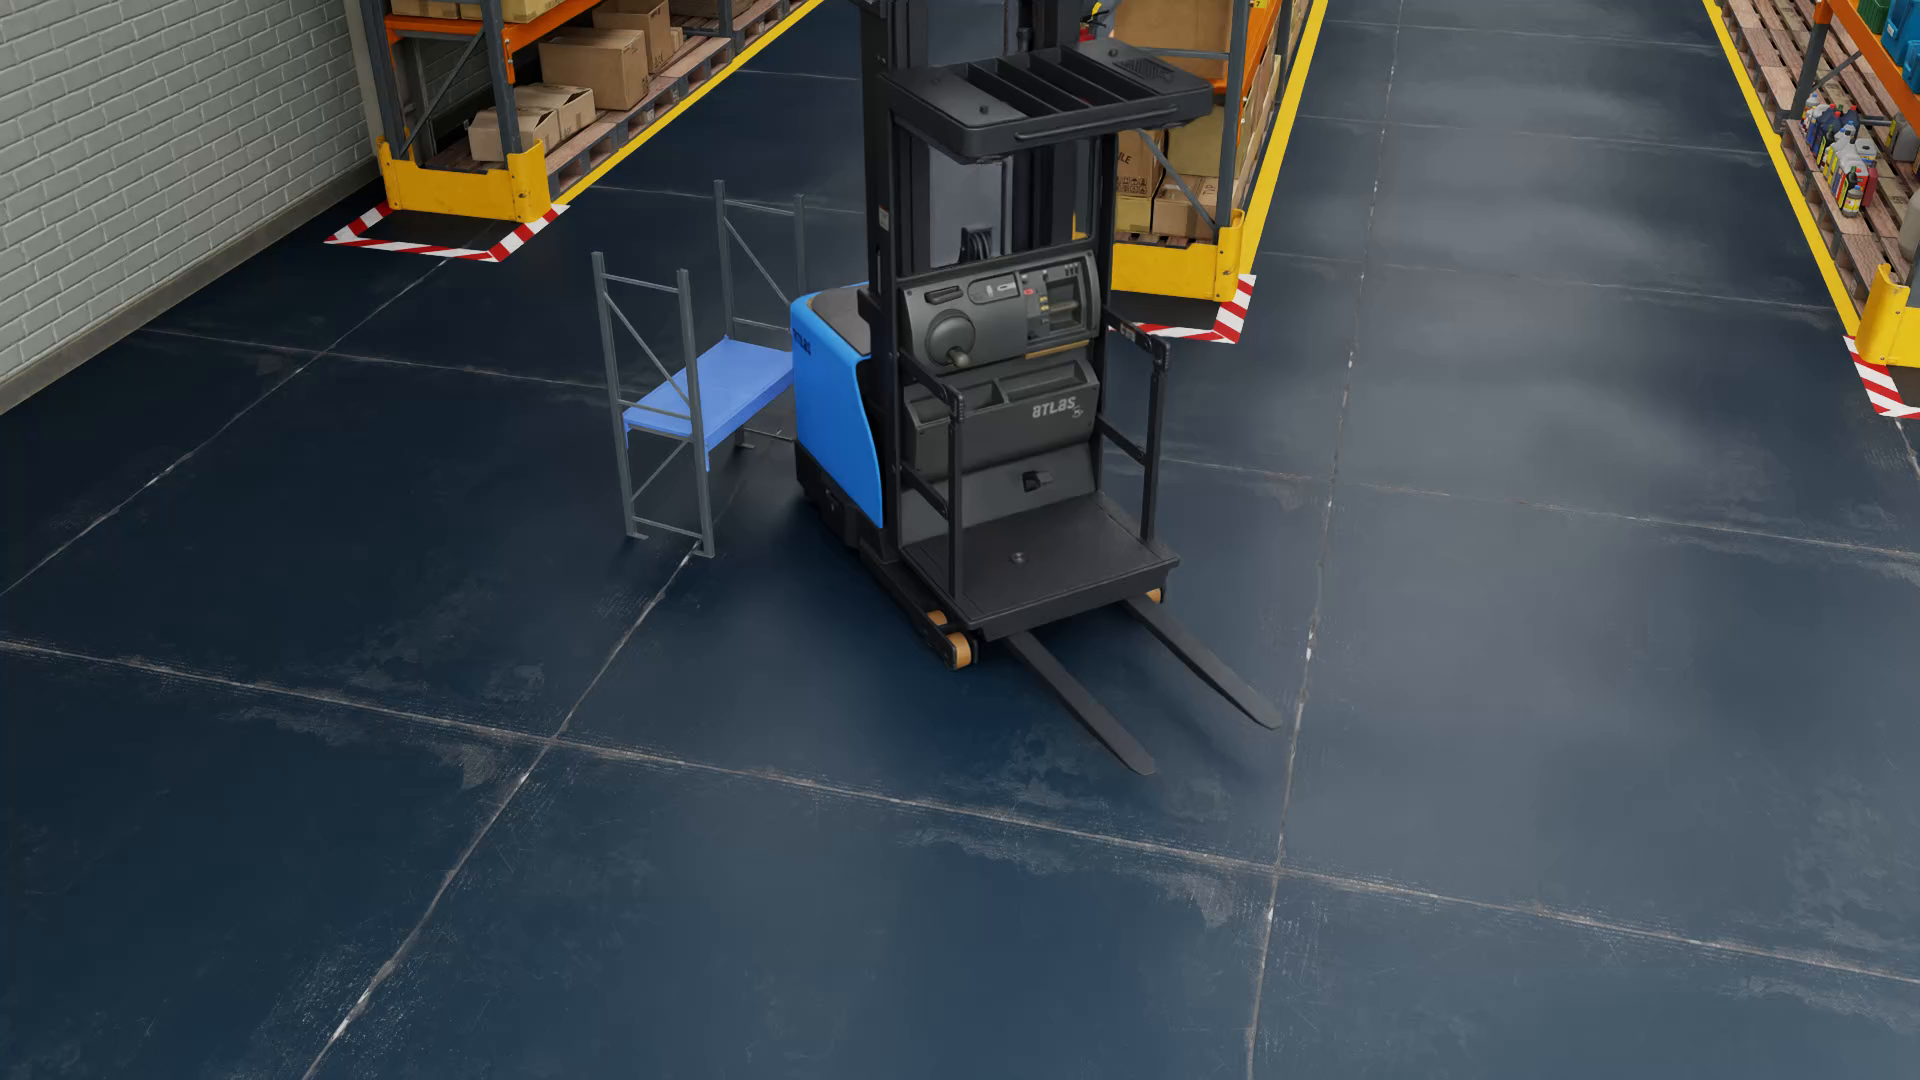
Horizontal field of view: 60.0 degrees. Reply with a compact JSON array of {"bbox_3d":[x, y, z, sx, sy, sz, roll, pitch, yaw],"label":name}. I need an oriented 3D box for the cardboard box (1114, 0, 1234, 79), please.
[{"bbox_3d":[1.357,-3.245,10.465,0.700,0.500,0.500,8,33,12],"label":"cardboard box"}]

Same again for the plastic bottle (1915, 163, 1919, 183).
[{"bbox_3d":[6.868,-2.691,11.808,0.061,0.283,0.133,8,33,12],"label":"plastic bottle"}]

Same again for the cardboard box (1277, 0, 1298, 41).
[{"bbox_3d":[2.587,-4.472,14.137,0.500,0.311,0.500,8,33,13],"label":"cardboard box"}]

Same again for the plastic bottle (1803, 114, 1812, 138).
[{"bbox_3d":[6.475,-3.155,12.615,0.097,0.201,0.097,0,32,0],"label":"plastic bottle"}]

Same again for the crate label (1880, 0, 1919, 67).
[{"bbox_3d":[6.222,-3.293,10.600,0.502,0.435,0.616,8,33,12],"label":"crate label"}]

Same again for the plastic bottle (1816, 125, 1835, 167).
[{"bbox_3d":[6.295,-2.860,12.075,0.061,0.283,0.133,9,34,15],"label":"plastic bottle"}]

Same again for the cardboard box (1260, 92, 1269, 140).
[{"bbox_3d":[2.086,-3.265,12.761,0.500,0.250,0.500,8,33,12],"label":"cardboard box"}]

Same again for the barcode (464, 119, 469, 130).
[{"bbox_3d":[-3.686,-3.100,12.418,0.001,0.075,0.075,8,33,12],"label":"barcode"}]

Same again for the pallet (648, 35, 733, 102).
[{"bbox_3d":[-2.687,-4.180,14.629,1.003,0.211,1.213,8,33,12],"label":"pallet"}]

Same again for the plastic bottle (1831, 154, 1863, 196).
[{"bbox_3d":[6.184,-2.534,11.568,0.152,0.276,0.135,7,33,11],"label":"plastic bottle"}]

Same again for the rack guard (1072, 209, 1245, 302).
[{"bbox_3d":[1.220,-1.895,10.764,1.175,0.500,0.348,8,33,12],"label":"rack guard"}]

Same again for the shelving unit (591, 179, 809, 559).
[{"bbox_3d":[-1.210,-0.852,8.192,0.538,1.500,1.048,14,35,21],"label":"shelving unit"}]

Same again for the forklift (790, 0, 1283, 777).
[{"bbox_3d":[0.291,-0.940,6.997,1.130,2.935,3.031,-16,36,-23],"label":"forklift"}]

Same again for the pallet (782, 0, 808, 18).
[{"bbox_3d":[-2.047,-5.573,16.819,1.003,0.211,1.213,8,33,12],"label":"pallet"}]

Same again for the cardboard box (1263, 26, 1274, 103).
[{"bbox_3d":[2.074,-3.583,12.562,0.500,0.500,0.500,8,33,12],"label":"cardboard box"}]

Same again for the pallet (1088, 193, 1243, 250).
[{"bbox_3d":[1.380,-2.188,11.495,1.003,0.211,1.213,8,33,12],"label":"pallet"}]

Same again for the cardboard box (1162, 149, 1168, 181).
[{"bbox_3d":[1.192,-2.559,11.650,0.500,0.250,0.500,8,33,12],"label":"cardboard box"}]

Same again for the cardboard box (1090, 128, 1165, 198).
[{"bbox_3d":[1.075,-2.614,11.039,0.500,0.500,0.500,8,33,12],"label":"cardboard box"}]

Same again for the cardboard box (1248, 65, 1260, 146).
[{"bbox_3d":[1.817,-3.064,11.747,0.500,0.500,0.500,8,33,12],"label":"cardboard box"}]

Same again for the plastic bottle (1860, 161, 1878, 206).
[{"bbox_3d":[6.252,-2.451,11.431,0.061,0.283,0.133,8,33,12],"label":"plastic bottle"}]

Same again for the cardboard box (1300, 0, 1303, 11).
[{"bbox_3d":[2.849,-5.000,14.967,0.500,0.311,0.500,7,33,11],"label":"cardboard box"}]

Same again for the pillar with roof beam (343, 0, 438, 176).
[{"bbox_3d":[-0.061,-6.061,9.396,9.100,9.000,0.400,8,33,12],"label":"pillar with roof beam"}]

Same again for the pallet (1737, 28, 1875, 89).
[{"bbox_3d":[7.501,-4.233,14.711,1.003,0.211,1.213,8,33,12],"label":"pallet"}]

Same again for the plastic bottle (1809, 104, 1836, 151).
[{"bbox_3d":[6.425,-3.067,12.337,0.144,0.351,0.185,9,34,14],"label":"plastic bottle"}]

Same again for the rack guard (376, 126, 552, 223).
[{"bbox_3d":[-3.547,-2.619,11.904,1.175,0.500,0.348,8,33,12],"label":"rack guard"}]

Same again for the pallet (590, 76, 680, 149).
[{"bbox_3d":[-2.995,-3.545,13.630,1.003,0.211,1.213,8,33,12],"label":"pallet"}]

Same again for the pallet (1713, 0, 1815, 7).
[{"bbox_3d":[8.206,-5.675,16.980,1.003,0.211,1.213,8,33,12],"label":"pallet"}]

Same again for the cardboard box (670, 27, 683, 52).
[{"bbox_3d":[-2.658,-4.419,14.635,0.380,0.166,0.250,4,33,6],"label":"cardboard box"}]

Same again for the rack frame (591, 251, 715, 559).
[{"bbox_3d":[-1.428,-0.606,7.805,0.500,1.500,0.032,14,35,21],"label":"rack frame"}]

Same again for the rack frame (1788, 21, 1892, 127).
[{"bbox_3d":[7.032,-4.361,12.315,1.000,3.000,0.127,8,33,12],"label":"rack frame"}]

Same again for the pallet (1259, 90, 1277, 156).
[{"bbox_3d":[1.999,-3.454,13.486,1.003,0.211,1.213,8,33,12],"label":"pallet"}]

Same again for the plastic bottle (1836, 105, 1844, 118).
[{"bbox_3d":[6.574,-3.109,12.467,0.061,0.283,0.133,8,33,12],"label":"plastic bottle"}]

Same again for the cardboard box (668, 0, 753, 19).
[{"bbox_3d":[-2.380,-5.225,15.593,0.700,0.500,0.500,9,34,14],"label":"cardboard box"}]

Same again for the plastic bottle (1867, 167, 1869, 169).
[{"bbox_3d":[6.310,-2.495,11.577,0.097,0.201,0.097,0,32,0],"label":"plastic bottle"}]

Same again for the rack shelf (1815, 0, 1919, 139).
[{"bbox_3d":[6.524,-3.020,10.875,1.077,0.370,4.000,8,33,12],"label":"rack shelf"}]

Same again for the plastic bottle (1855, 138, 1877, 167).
[{"bbox_3d":[6.419,-2.710,11.845,0.152,0.276,0.135,8,33,12],"label":"plastic bottle"}]

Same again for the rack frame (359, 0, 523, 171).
[{"bbox_3d":[-3.566,-3.635,11.171,1.000,3.000,0.127,8,33,12],"label":"rack frame"}]

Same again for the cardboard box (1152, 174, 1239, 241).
[{"bbox_3d":[1.578,-2.227,11.129,0.500,0.250,0.500,8,33,12],"label":"cardboard box"}]

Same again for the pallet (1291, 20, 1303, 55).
[{"bbox_3d":[2.698,-4.884,15.735,1.003,0.211,1.213,8,33,12],"label":"pallet"}]

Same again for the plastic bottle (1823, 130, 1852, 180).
[{"bbox_3d":[6.270,-2.748,11.836,0.144,0.351,0.185,8,33,12],"label":"plastic bottle"}]

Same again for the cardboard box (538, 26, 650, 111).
[{"bbox_3d":[-2.924,-3.782,13.323,0.700,0.500,0.500,6,33,9],"label":"cardboard box"}]

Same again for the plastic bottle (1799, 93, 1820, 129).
[{"bbox_3d":[6.527,-3.290,12.762,0.097,0.271,0.097,0,32,0],"label":"plastic bottle"}]

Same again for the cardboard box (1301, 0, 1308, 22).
[{"bbox_3d":[2.973,-5.028,15.535,0.500,0.250,0.500,9,33,13],"label":"cardboard box"}]

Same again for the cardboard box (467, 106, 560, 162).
[{"bbox_3d":[-3.304,-3.032,12.320,0.500,0.311,0.500,4,33,7],"label":"cardboard box"}]

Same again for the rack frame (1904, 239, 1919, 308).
[{"bbox_3d":[6.016,-2.286,9.050,1.000,3.000,0.127,8,33,12],"label":"rack frame"}]

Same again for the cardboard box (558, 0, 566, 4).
[{"bbox_3d":[-3.017,-4.061,11.963,0.500,0.250,0.500,7,33,11],"label":"cardboard box"}]

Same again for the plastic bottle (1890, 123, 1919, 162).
[{"bbox_3d":[6.949,-2.932,12.194,0.152,0.276,0.135,8,33,12],"label":"plastic bottle"}]

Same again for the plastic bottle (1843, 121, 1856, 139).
[{"bbox_3d":[6.505,-2.942,12.214,0.097,0.271,0.097,0,32,0],"label":"plastic bottle"}]

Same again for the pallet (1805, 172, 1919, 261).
[{"bbox_3d":[6.513,-2.207,11.524,1.003,0.211,1.213,8,33,12],"label":"pallet"}]

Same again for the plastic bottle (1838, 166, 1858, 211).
[{"bbox_3d":[6.071,-2.401,11.353,0.061,0.283,0.133,9,33,14],"label":"plastic bottle"}]

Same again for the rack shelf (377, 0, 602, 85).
[{"bbox_3d":[-3.059,-4.369,12.997,1.077,0.370,4.000,8,33,12],"label":"rack shelf"}]

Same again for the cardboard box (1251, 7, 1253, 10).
[{"bbox_3d":[1.747,-4.048,11.729,0.700,0.500,0.500,9,34,14],"label":"cardboard box"}]

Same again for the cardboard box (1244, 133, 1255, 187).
[{"bbox_3d":[1.828,-2.746,11.945,0.500,0.250,0.500,8,33,12],"label":"cardboard box"}]

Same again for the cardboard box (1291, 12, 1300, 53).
[{"bbox_3d":[2.714,-4.495,14.697,0.500,0.250,0.500,9,33,14],"label":"cardboard box"}]

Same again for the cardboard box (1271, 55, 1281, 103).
[{"bbox_3d":[2.335,-3.784,13.578,0.500,0.250,0.500,8,33,12],"label":"cardboard box"}]
